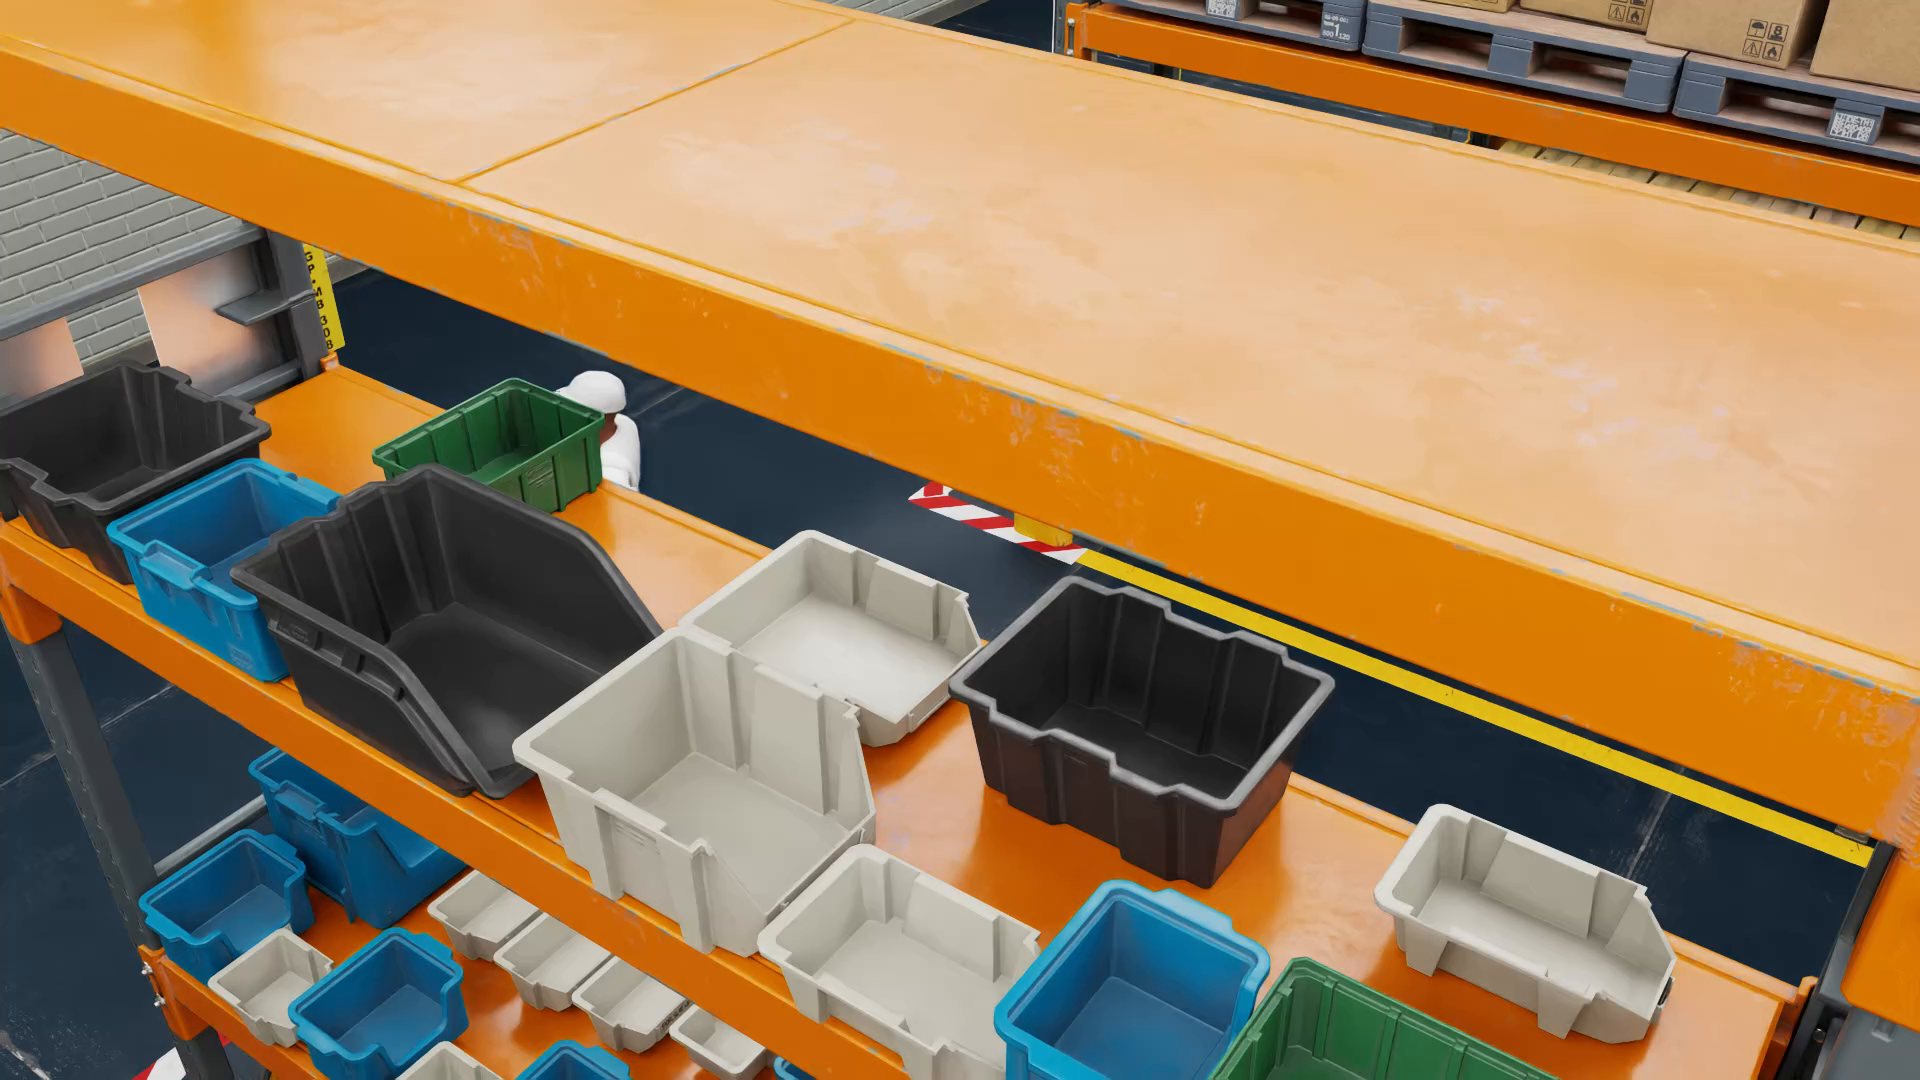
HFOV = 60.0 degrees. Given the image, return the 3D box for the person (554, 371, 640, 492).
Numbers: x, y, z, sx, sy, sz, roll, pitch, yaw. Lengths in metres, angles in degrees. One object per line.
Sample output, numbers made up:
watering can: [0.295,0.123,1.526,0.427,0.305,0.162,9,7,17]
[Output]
person: [-1.564,0.026,7.263,1.024,1.724,0.573,0,34,0]
